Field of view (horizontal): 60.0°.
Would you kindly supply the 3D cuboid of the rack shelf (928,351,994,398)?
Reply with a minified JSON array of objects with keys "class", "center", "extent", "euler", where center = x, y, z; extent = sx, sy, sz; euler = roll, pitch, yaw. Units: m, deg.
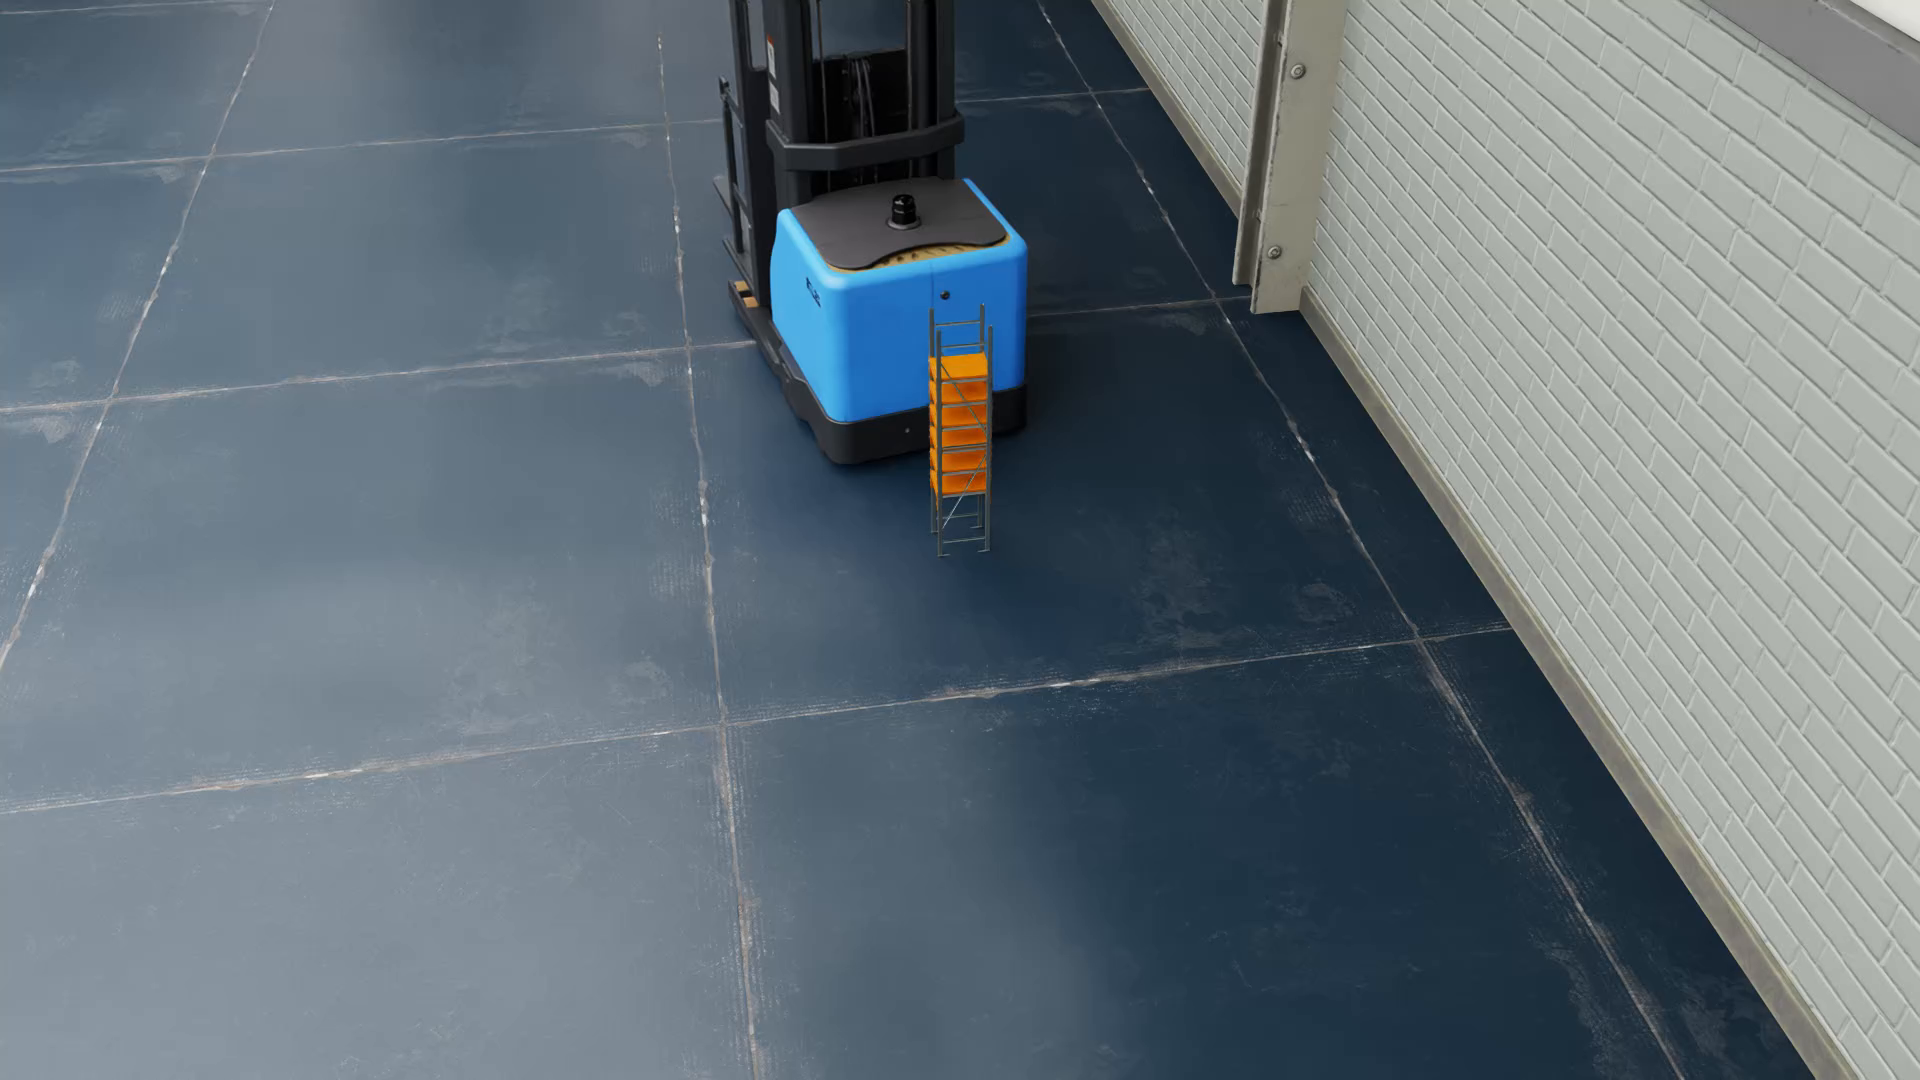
[{"class":"rack shelf","center":[0.003,-0.714,7.177],"extent":[0.258,0.103,0.180],"euler":[-6,38,-8]}]

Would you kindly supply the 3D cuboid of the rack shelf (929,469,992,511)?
[{"class":"rack shelf","center":[0.003,-0.240,7.545],"extent":[0.258,0.103,0.180],"euler":[-6,38,-8]}]

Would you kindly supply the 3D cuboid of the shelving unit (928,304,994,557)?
[{"class":"shelving unit","center":[0.003,-0.465,7.371],"extent":[0.258,1.200,0.189],"euler":[-6,38,-8]}]

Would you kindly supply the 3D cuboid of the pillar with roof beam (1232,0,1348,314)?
[{"class":"pillar with roof beam","center":[-2.467,-4.504,6.212],"extent":[9.100,9.000,0.400],"euler":[-6,38,-8]}]

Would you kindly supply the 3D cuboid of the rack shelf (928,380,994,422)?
[{"class":"rack shelf","center":[0.003,-0.620,7.251],"extent":[0.258,0.103,0.180],"euler":[-6,38,-8]}]

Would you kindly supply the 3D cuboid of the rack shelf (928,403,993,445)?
[{"class":"rack shelf","center":[0.003,-0.525,7.324],"extent":[0.258,0.103,0.180],"euler":[-6,38,-8]}]

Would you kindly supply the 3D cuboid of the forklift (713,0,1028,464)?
[{"class":"forklift","center":[-0.666,-2.432,8.491],"extent":[1.130,2.935,3.031],"euler":[-13,40,-16]}]

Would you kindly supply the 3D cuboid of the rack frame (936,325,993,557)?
[{"class":"rack frame","center":[0.019,-0.410,7.300],"extent":[0.240,1.200,0.006],"euler":[-6,38,-8]}]

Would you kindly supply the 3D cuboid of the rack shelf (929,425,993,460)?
[{"class":"rack shelf","center":[0.003,-0.430,7.398],"extent":[0.258,0.103,0.180],"euler":[-6,38,-8]}]

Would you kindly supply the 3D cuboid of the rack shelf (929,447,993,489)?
[{"class":"rack shelf","center":[0.003,-0.335,7.472],"extent":[0.258,0.103,0.180],"euler":[-6,38,-8]}]

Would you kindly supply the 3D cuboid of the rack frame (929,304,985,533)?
[{"class":"rack frame","center":[-0.013,-0.520,7.442],"extent":[0.240,1.200,0.006],"euler":[-6,38,-8]}]
